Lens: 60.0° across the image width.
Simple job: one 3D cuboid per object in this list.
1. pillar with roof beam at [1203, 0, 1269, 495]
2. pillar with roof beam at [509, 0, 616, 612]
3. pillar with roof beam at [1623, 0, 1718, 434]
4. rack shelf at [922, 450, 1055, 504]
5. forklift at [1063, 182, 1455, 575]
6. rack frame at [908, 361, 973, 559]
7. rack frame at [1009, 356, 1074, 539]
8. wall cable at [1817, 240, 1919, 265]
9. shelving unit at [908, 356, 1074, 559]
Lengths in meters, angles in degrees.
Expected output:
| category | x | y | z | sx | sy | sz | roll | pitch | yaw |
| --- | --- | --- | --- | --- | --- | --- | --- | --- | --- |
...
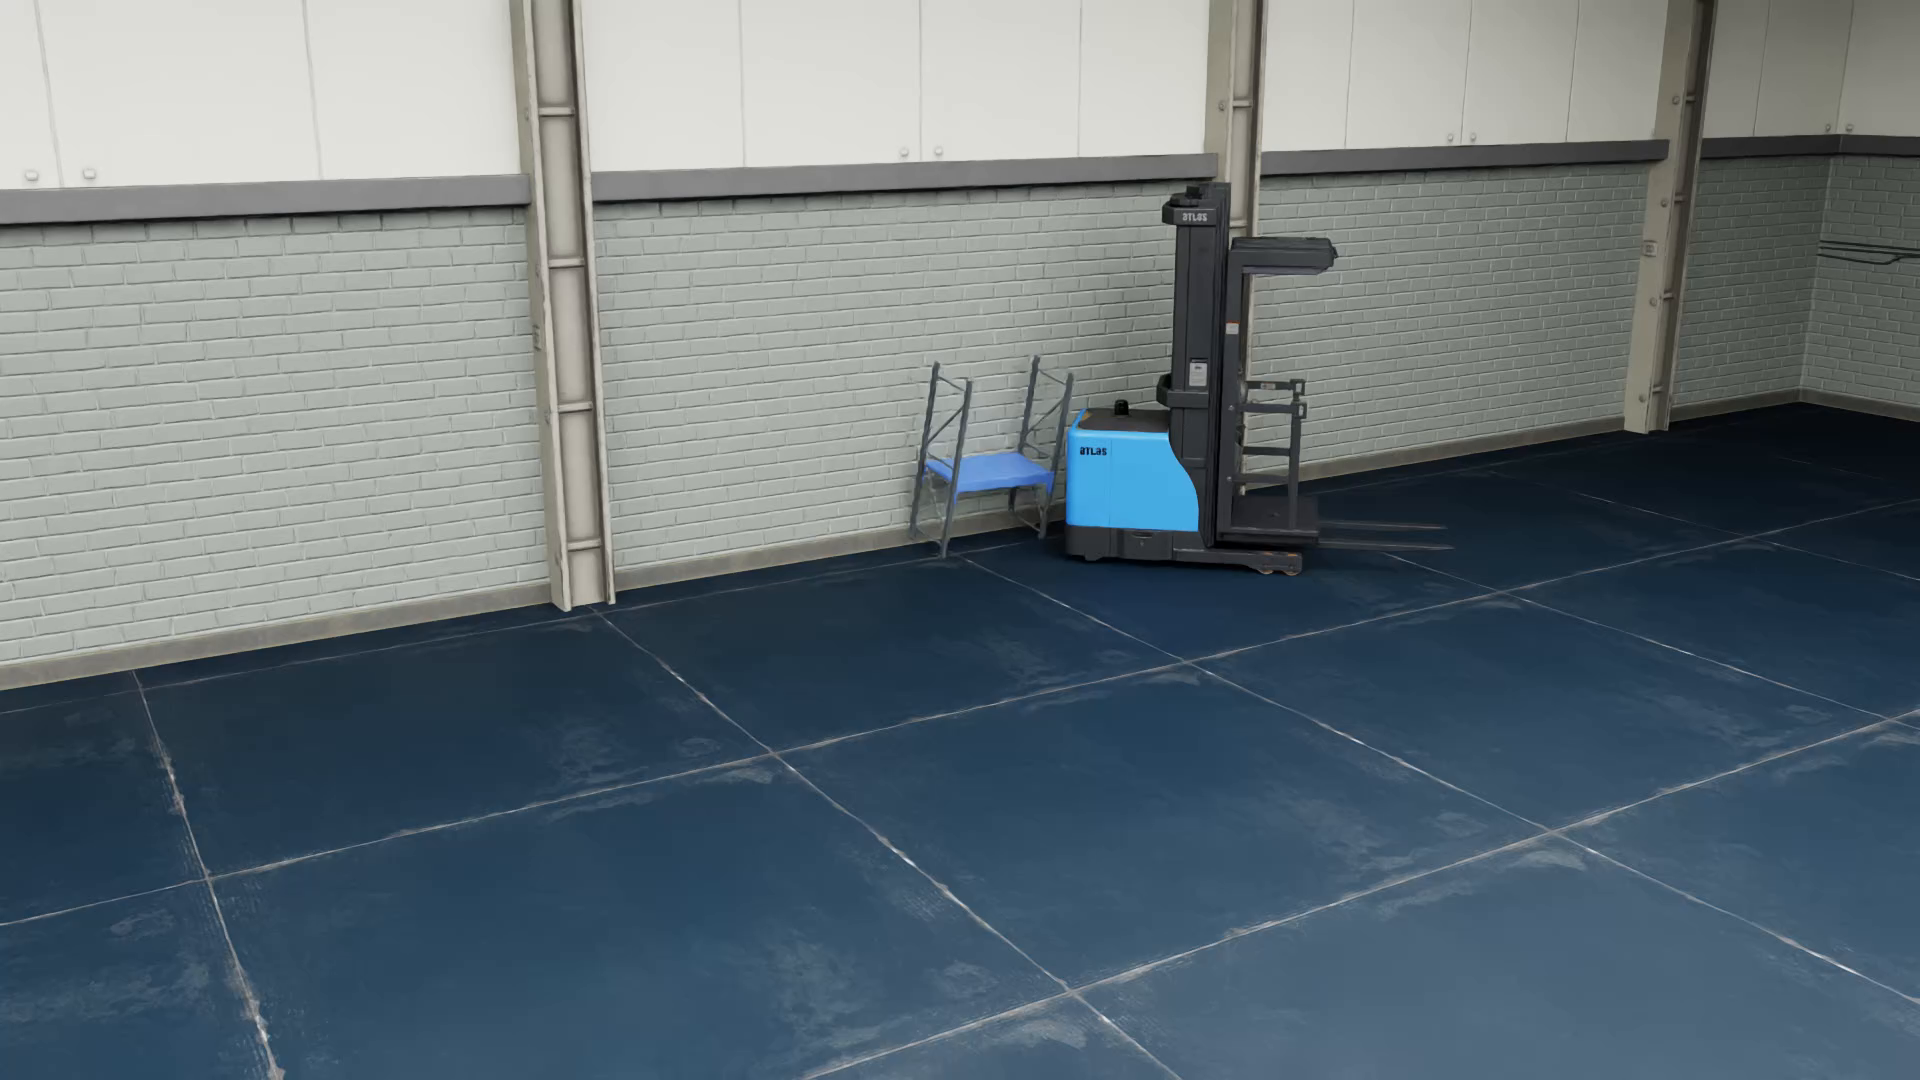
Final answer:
| category | x | y | z | sx | sy | sz | roll | pitch | yaw |
| --- | --- | --- | --- | --- | --- | --- | --- | --- | --- |
| pillar with roof beam | 4.580 | -3.713 | 10.485 | 0.400 | 9.000 | 9.100 | -9 | 18 | -30 |
| pillar with roof beam | -0.563 | -2.879 | 7.510 | 0.400 | 9.000 | 9.100 | -9 | 18 | -30 |
| pillar with roof beam | 9.723 | -4.548 | 13.461 | 0.400 | 9.000 | 9.100 | -9 | 18 | -30 |
| rack shelf | 0.220 | -0.521 | 13.624 | 1.000 | 0.185 | 0.538 | -8 | 27 | -36 |
| forklift | 2.396 | -1.292 | 13.089 | 3.031 | 2.935 | 1.130 | 3 | 16 | 10 |
| rack frame | -0.163 | -0.631 | 13.260 | 0.032 | 1.500 | 0.500 | -8 | 27 | -36 |
| rack frame | 0.656 | -0.741 | 13.853 | 0.032 | 1.500 | 0.500 | -8 | 27 | -36 |
| wall cable | 10.712 | -4.152 | 17.802 | 0.112 | 2.526 | 3.097 | -9 | 18 | -30 |
| shelving unit | 0.247 | -0.686 | 13.557 | 1.048 | 1.500 | 0.538 | -8 | 27 | -36 |
